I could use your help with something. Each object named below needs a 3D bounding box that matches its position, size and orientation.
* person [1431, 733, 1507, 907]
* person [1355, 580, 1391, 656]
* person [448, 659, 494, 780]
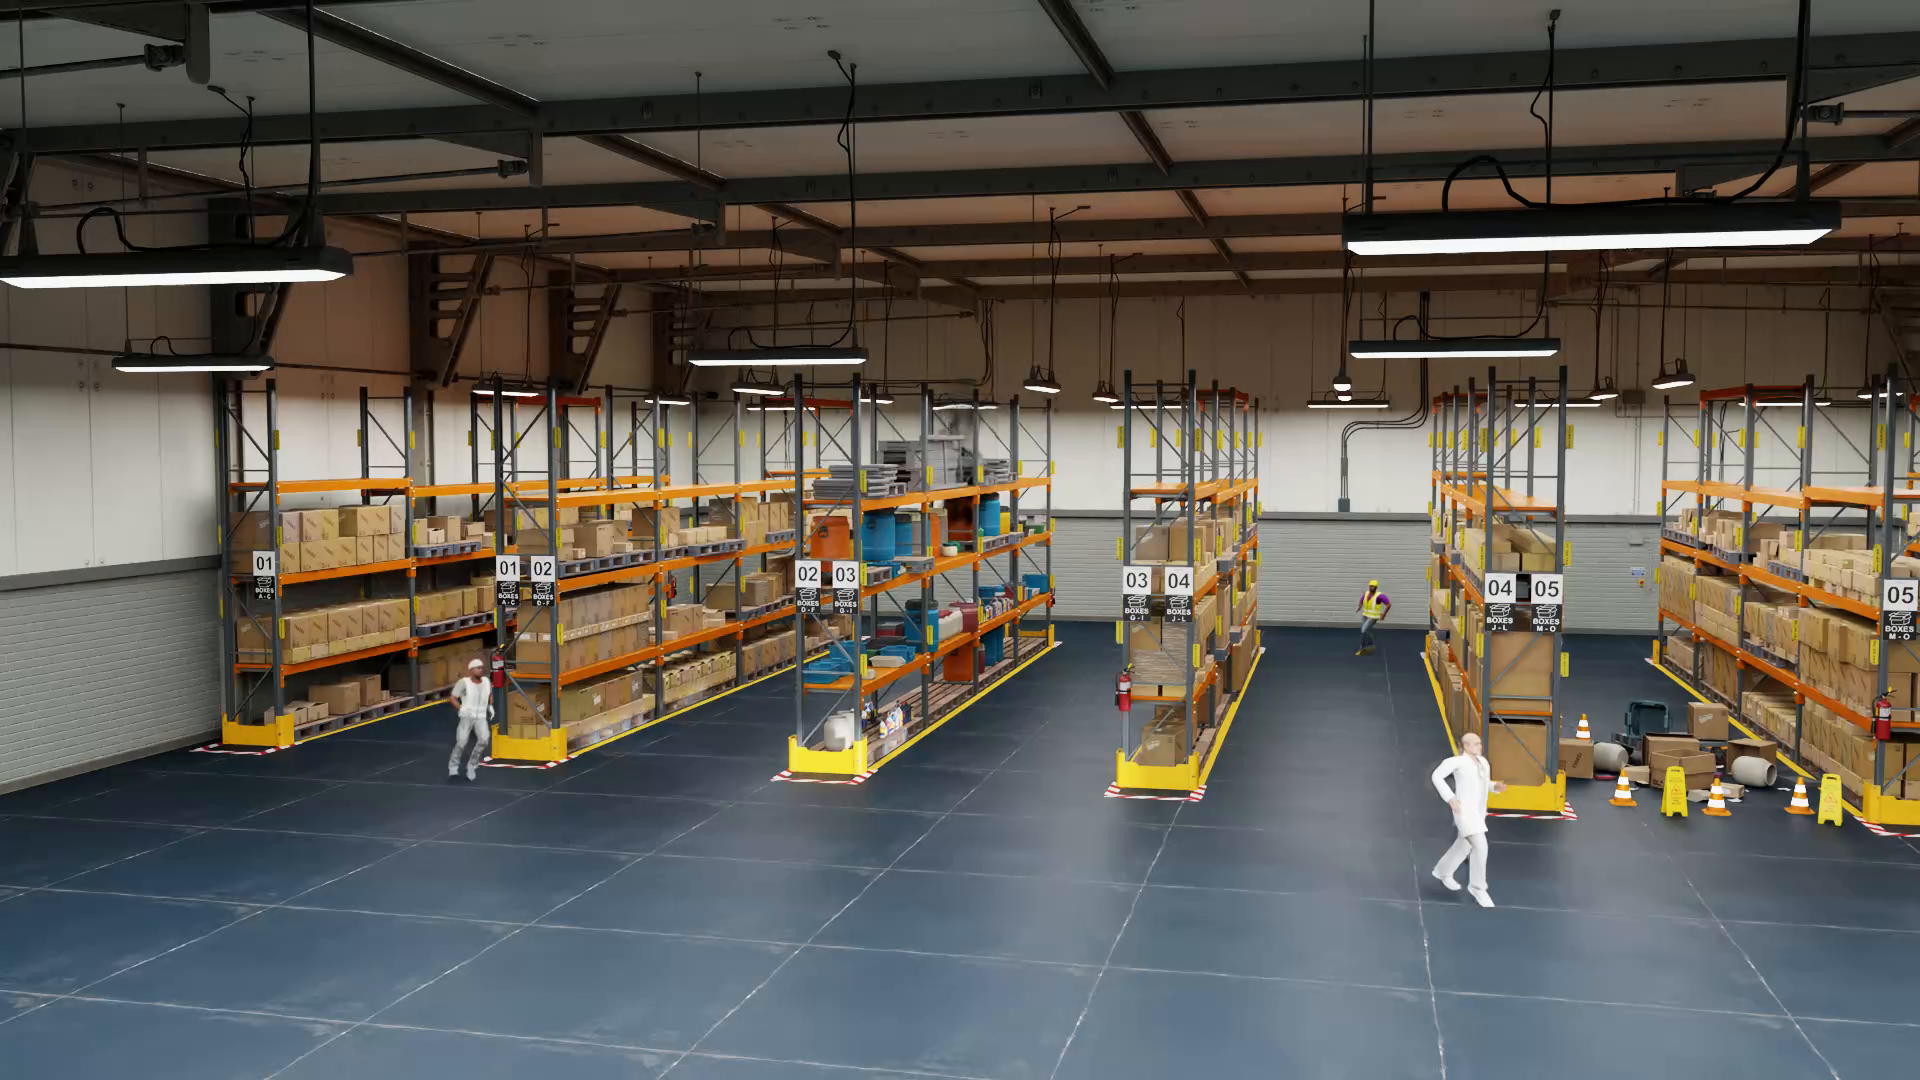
[{"bbox_3d":[5.540,3.026,18.166,0.686,1.850,0.881,-3,5,-42],"label":"person"},{"bbox_3d":[9.563,1.818,38.682,0.742,1.788,0.761,-2,4,-32],"label":"person"},{"bbox_3d":[-7.211,2.654,24.693,0.744,1.769,0.649,-3,4,-39],"label":"person"}]
